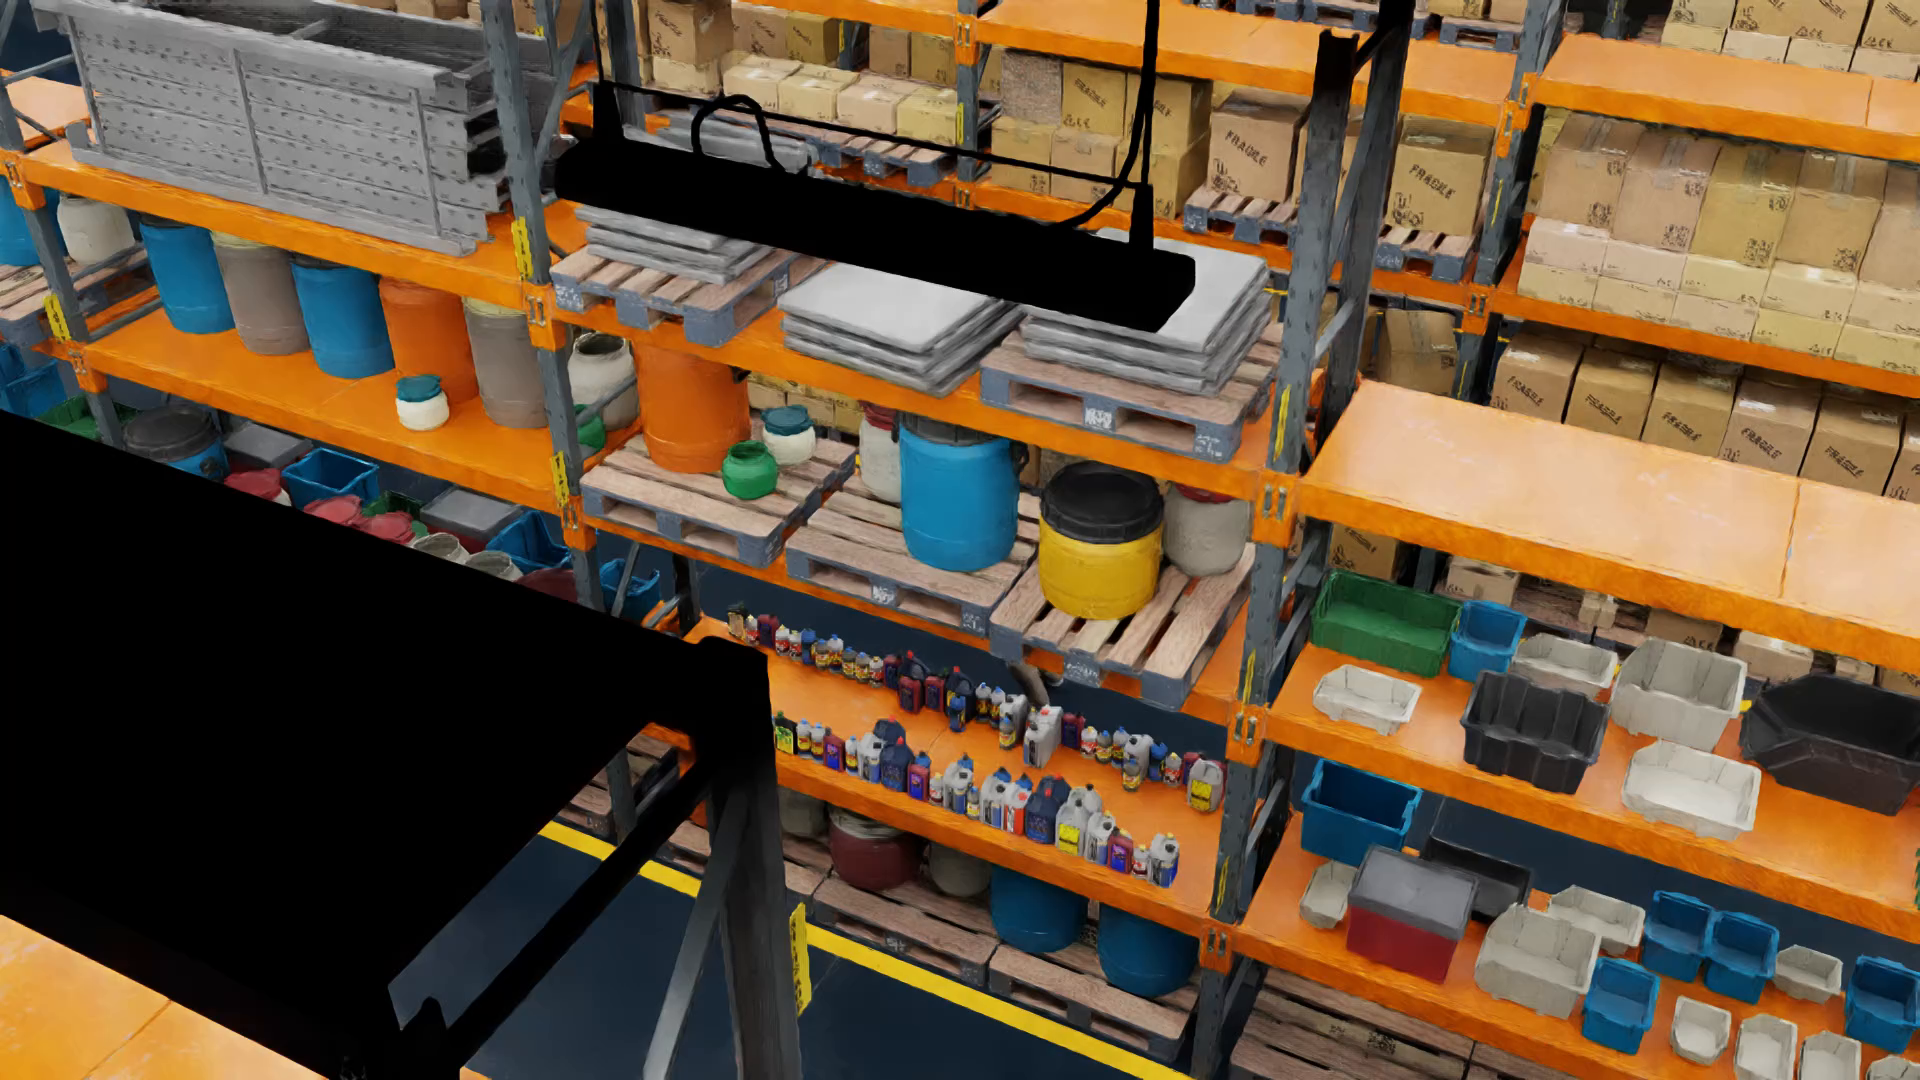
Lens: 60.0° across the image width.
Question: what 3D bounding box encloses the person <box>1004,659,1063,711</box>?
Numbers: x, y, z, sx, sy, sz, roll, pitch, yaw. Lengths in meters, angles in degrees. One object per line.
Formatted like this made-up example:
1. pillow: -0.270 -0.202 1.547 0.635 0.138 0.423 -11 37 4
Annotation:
1. person: 0.463 0.493 11.803 0.535 1.582 0.679 15 38 20

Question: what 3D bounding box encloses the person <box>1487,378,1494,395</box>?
1. person: 5.386 -1.966 15.331 1.037 1.517 0.417 18 39 24
